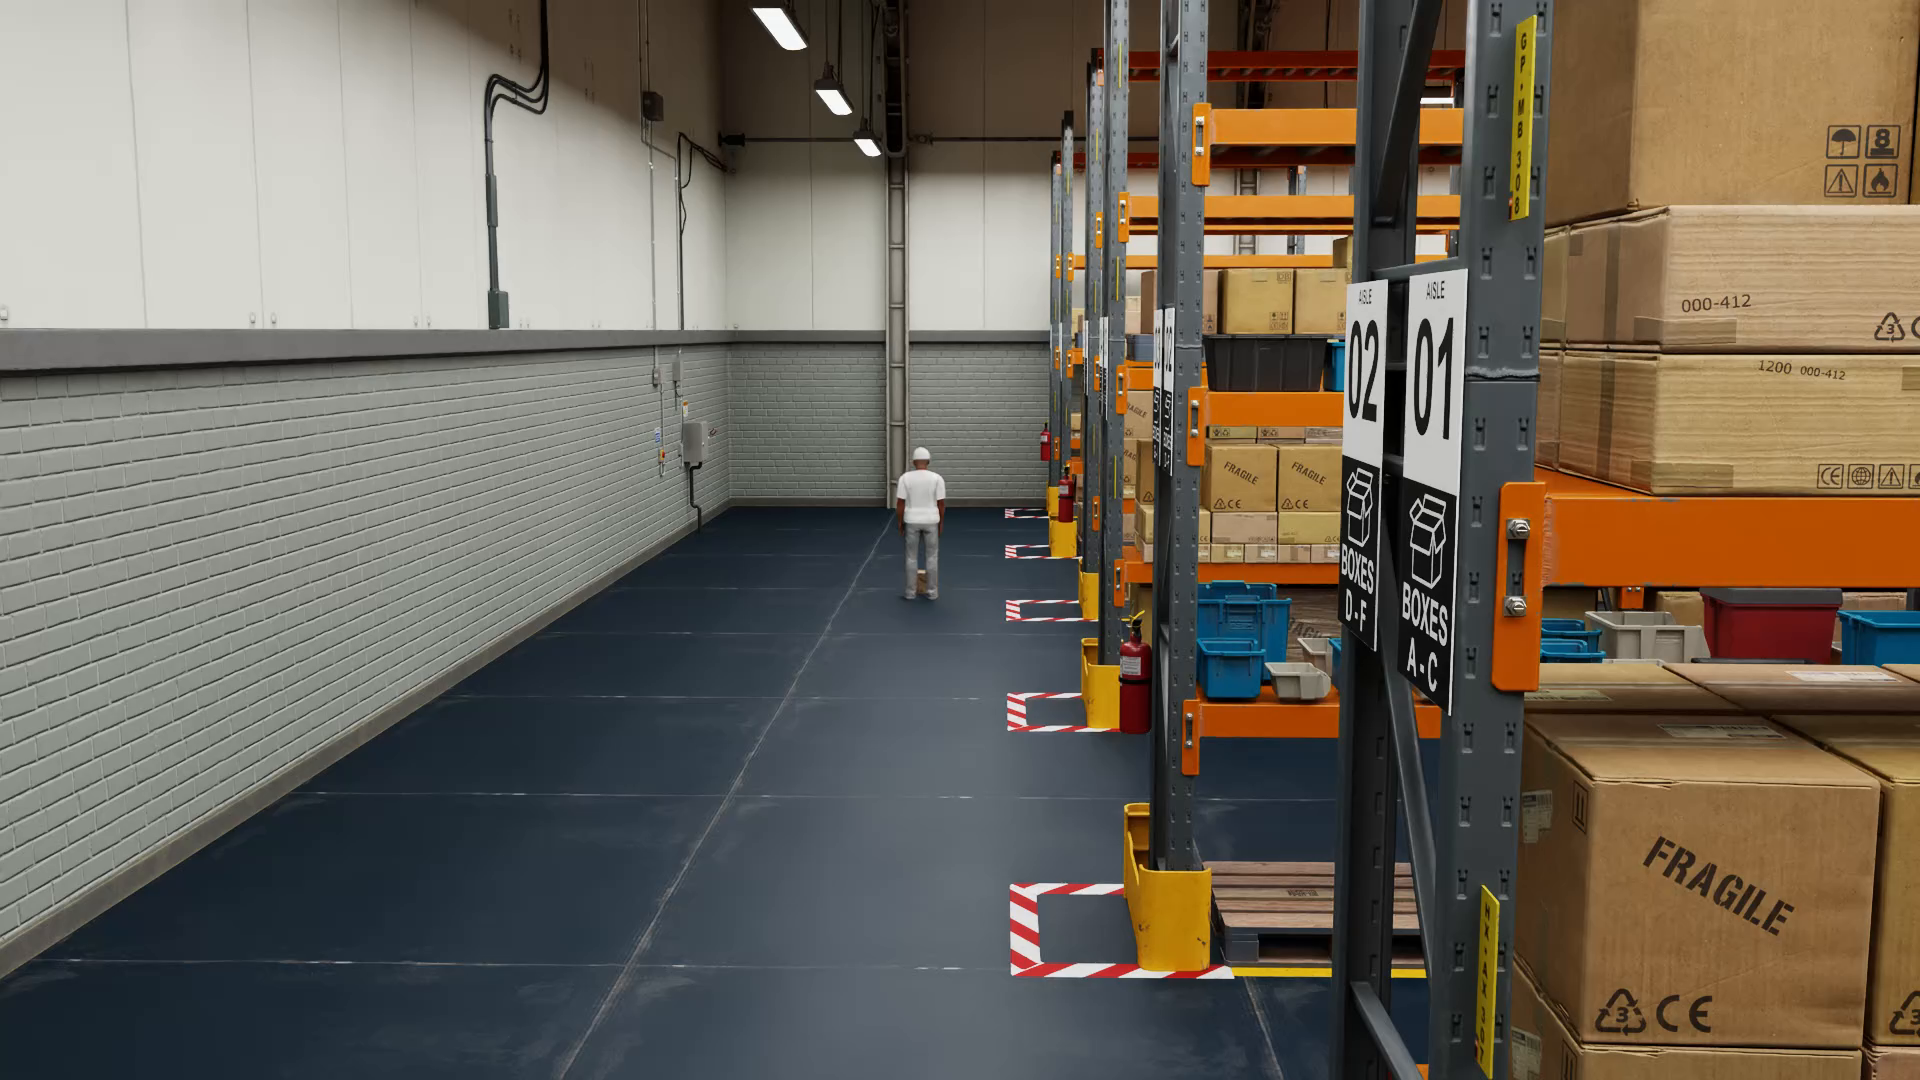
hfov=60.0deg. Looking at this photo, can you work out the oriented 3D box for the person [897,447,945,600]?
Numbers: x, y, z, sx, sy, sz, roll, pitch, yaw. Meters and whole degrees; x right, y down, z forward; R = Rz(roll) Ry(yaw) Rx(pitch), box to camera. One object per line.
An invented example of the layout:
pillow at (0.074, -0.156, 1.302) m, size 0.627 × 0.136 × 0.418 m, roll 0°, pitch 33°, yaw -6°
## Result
person at (-0.449, -0.192, 19.207) m, size 0.562 × 1.763 × 0.366 m, roll 0°, pitch 7°, yaw 3°
